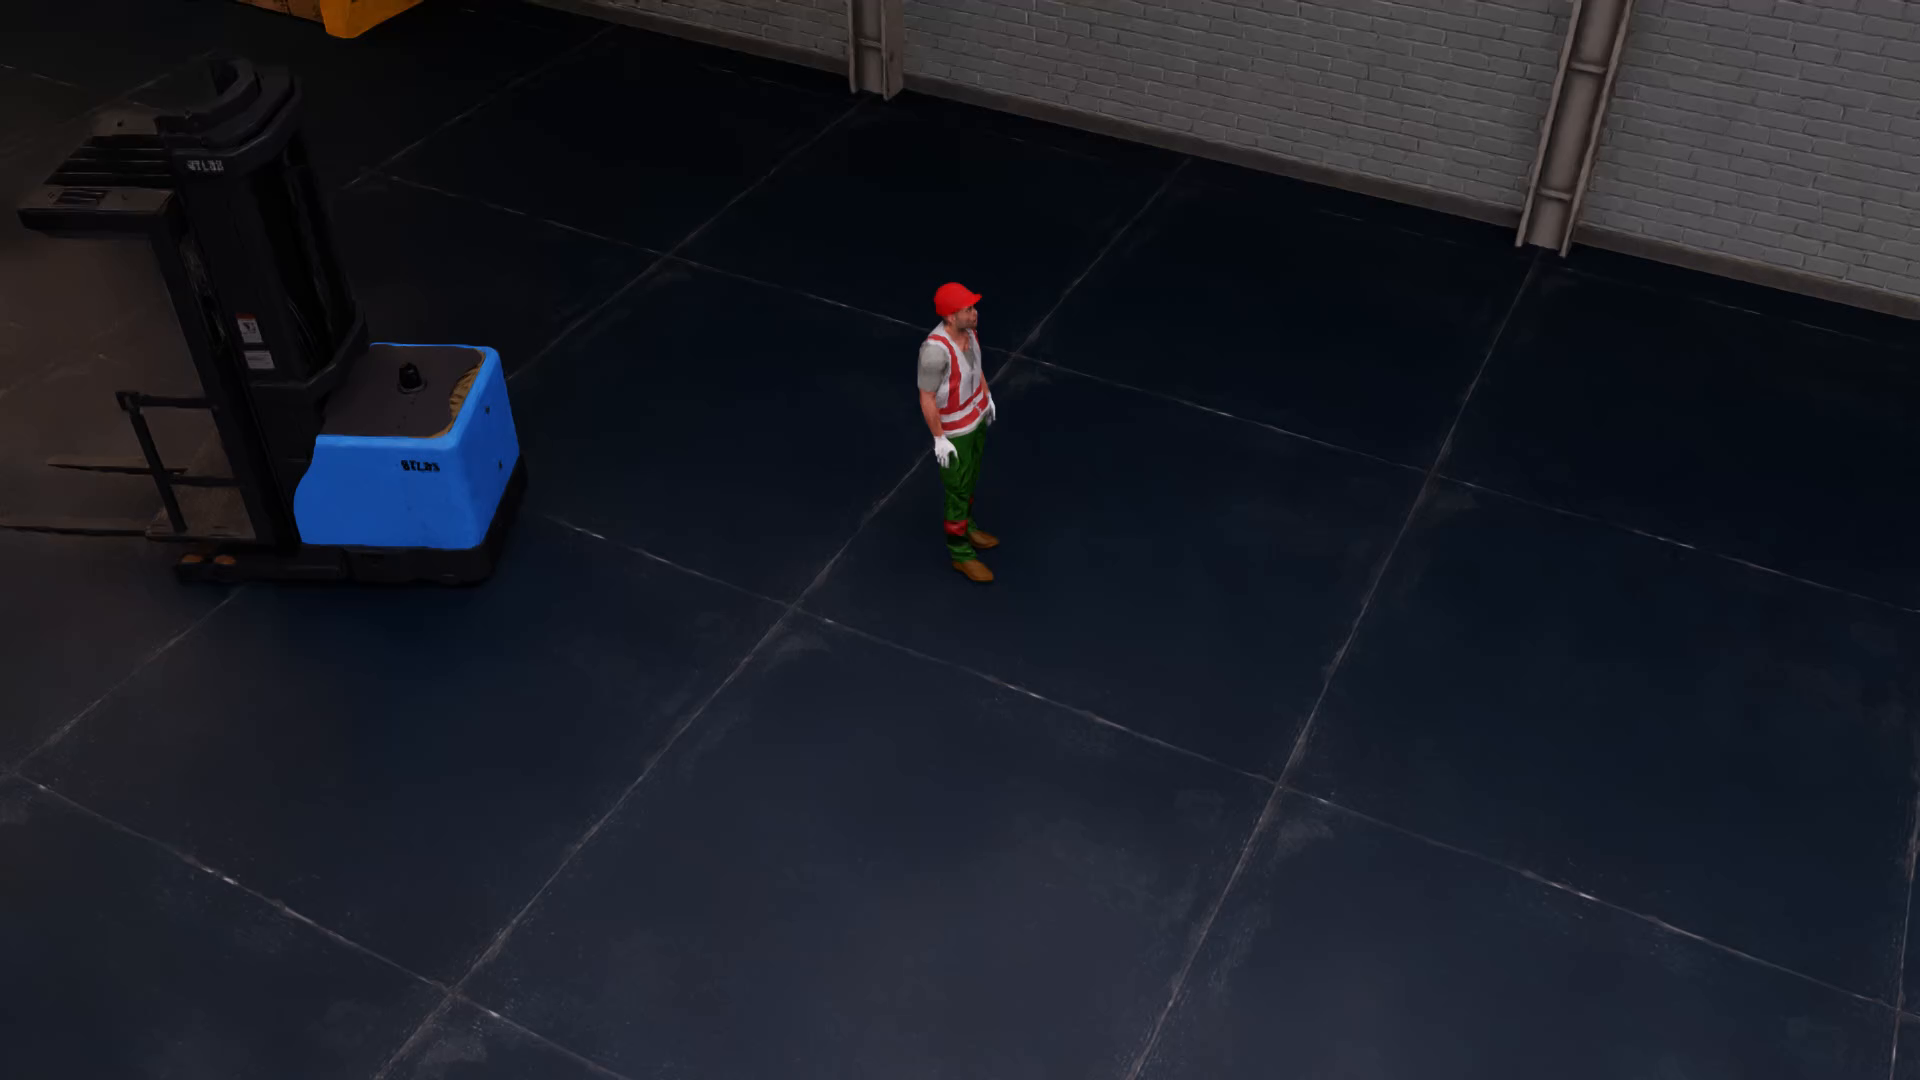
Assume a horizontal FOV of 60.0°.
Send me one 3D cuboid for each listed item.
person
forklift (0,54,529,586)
[{"bbox_3d":[0.066,-0.659,9.645,0.563,1.787,0.637,18,43,21],"label":"person"},{"bbox_3d":[-4.281,-1.207,9.420,3.031,2.935,1.130,2,40,2],"label":"forklift"}]
